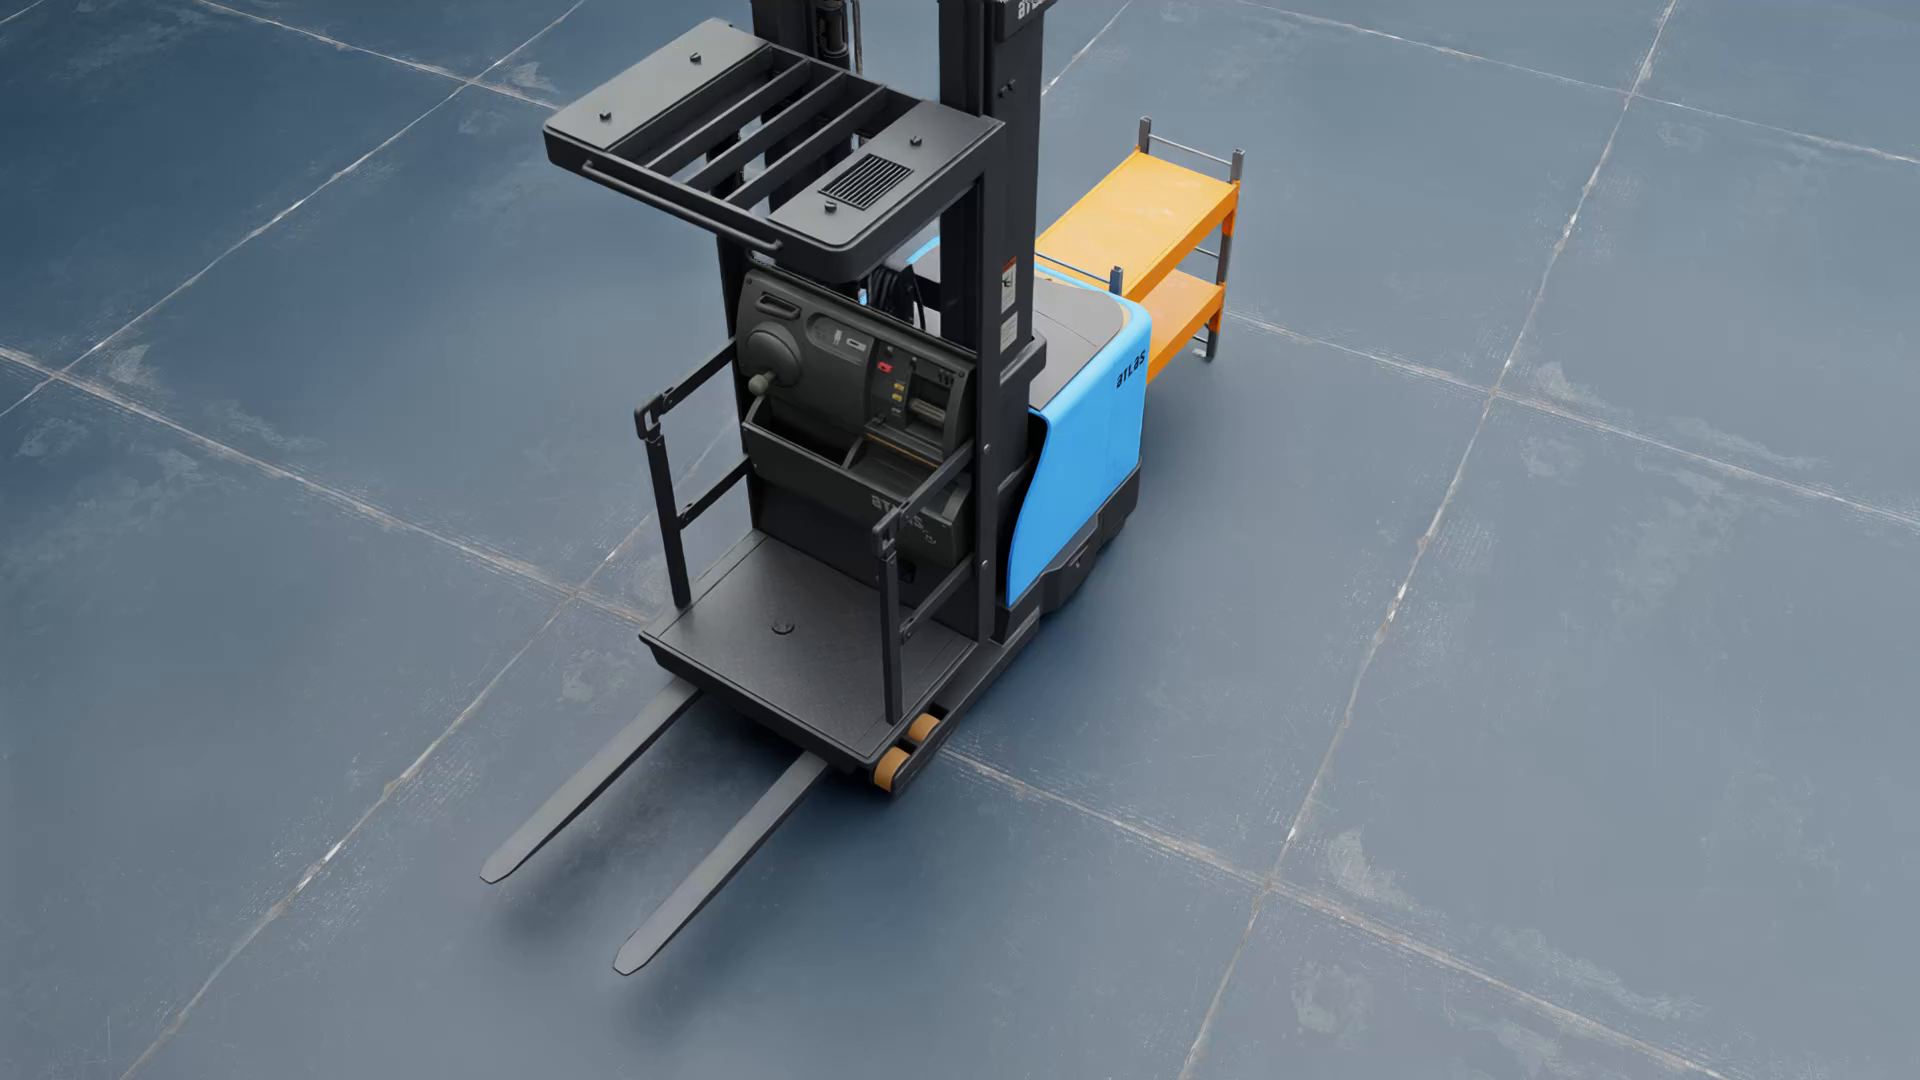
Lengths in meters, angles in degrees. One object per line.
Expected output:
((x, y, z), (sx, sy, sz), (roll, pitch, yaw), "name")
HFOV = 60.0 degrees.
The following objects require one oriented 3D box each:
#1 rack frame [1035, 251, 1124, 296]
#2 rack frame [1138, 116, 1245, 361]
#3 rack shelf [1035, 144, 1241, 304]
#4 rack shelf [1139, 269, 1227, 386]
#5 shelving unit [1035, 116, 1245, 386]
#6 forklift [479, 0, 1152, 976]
((0.426, -0.757, 6.988), (0.500, 1.125, 0.032), (26, 51, 23), "rack frame")
((1.002, -1.354, 7.577), (0.500, 1.125, 0.032), (26, 51, 23), "rack frame")
((0.714, -1.261, 7.074), (0.538, 0.278, 1.000), (26, 51, 23), "rack shelf")
((0.714, -0.884, 7.456), (0.538, 0.278, 1.000), (26, 51, 23), "rack shelf")
((0.714, -1.056, 7.282), (0.538, 1.125, 1.048), (26, 51, 23), "shelving unit")
((-0.491, -0.496, 5.459), (1.130, 2.935, 3.031), (26, 51, 23), "forklift")
